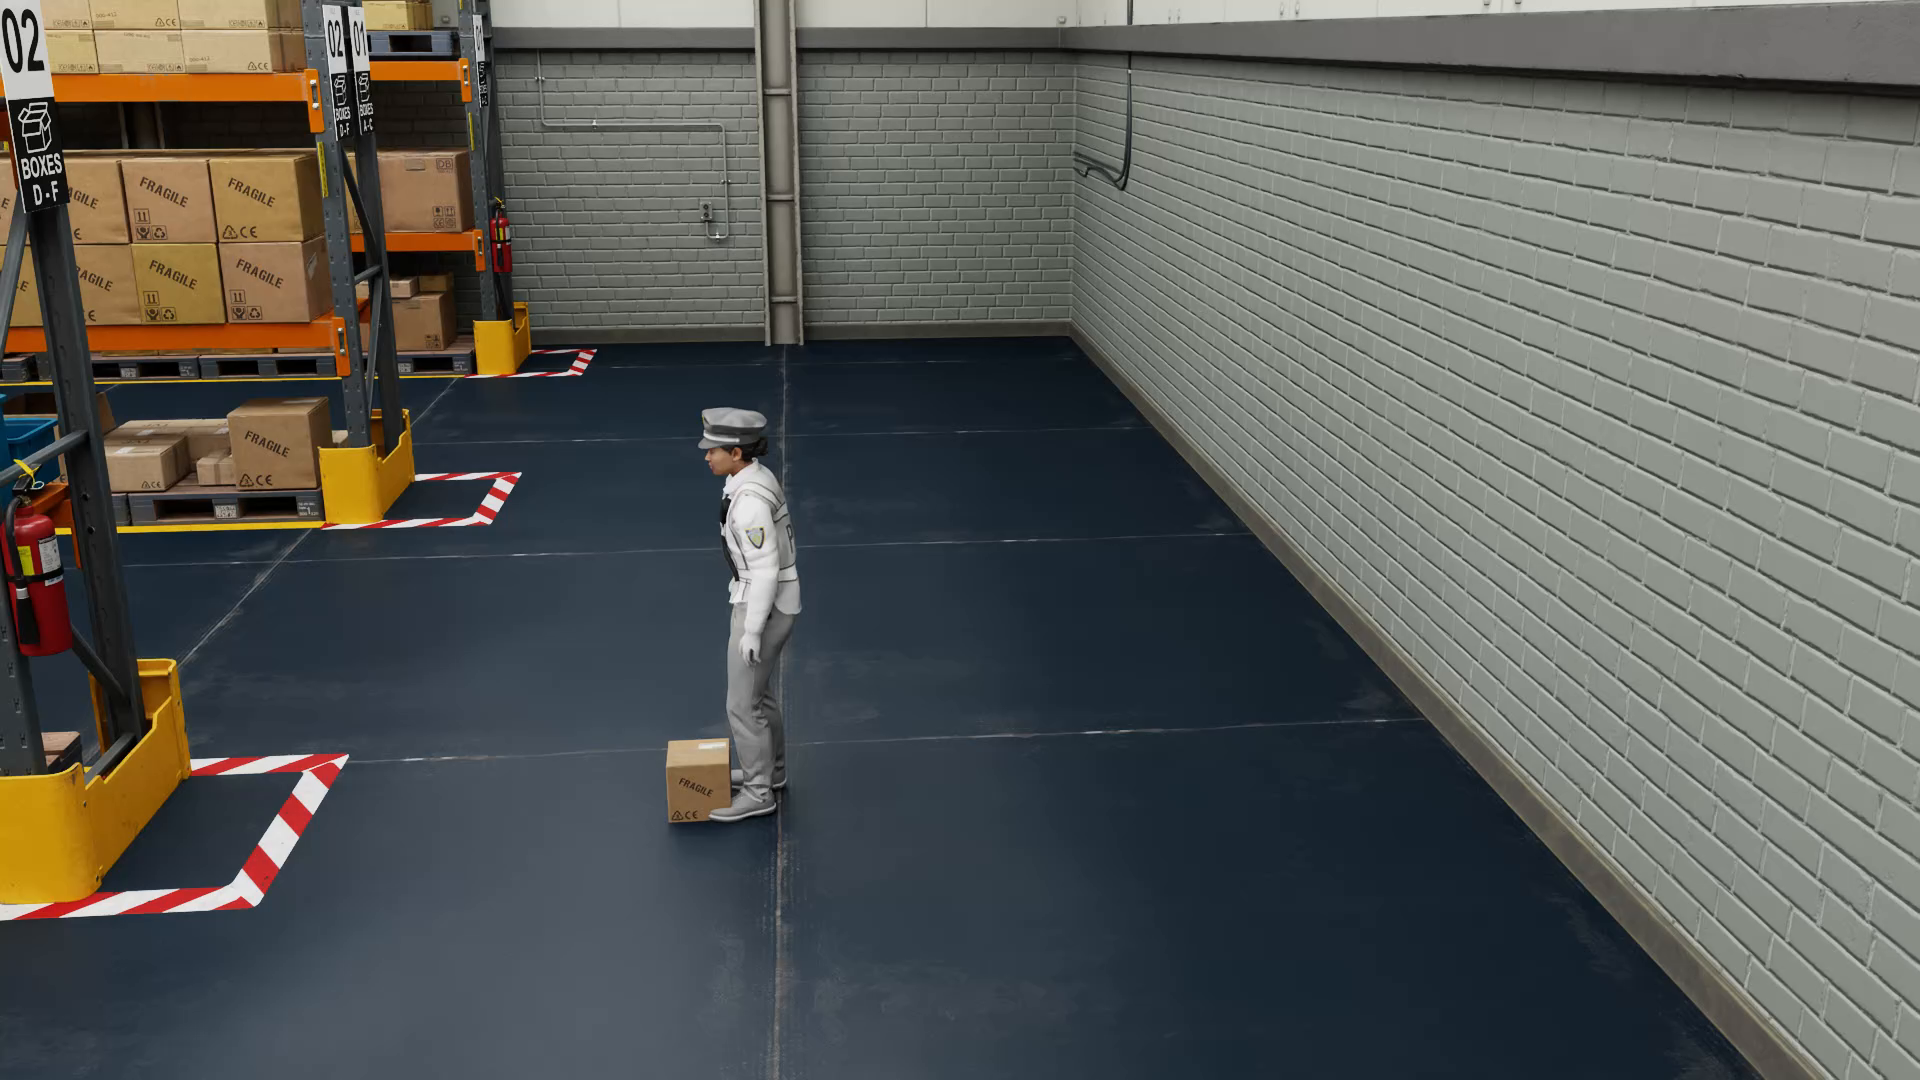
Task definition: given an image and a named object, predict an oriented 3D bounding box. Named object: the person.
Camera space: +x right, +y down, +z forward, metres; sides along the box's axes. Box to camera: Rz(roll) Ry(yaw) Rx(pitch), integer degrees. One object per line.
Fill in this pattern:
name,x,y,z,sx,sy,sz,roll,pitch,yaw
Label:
person,-0.835,0.293,6.572,0.415,1.661,0.539,-3,17,-9
